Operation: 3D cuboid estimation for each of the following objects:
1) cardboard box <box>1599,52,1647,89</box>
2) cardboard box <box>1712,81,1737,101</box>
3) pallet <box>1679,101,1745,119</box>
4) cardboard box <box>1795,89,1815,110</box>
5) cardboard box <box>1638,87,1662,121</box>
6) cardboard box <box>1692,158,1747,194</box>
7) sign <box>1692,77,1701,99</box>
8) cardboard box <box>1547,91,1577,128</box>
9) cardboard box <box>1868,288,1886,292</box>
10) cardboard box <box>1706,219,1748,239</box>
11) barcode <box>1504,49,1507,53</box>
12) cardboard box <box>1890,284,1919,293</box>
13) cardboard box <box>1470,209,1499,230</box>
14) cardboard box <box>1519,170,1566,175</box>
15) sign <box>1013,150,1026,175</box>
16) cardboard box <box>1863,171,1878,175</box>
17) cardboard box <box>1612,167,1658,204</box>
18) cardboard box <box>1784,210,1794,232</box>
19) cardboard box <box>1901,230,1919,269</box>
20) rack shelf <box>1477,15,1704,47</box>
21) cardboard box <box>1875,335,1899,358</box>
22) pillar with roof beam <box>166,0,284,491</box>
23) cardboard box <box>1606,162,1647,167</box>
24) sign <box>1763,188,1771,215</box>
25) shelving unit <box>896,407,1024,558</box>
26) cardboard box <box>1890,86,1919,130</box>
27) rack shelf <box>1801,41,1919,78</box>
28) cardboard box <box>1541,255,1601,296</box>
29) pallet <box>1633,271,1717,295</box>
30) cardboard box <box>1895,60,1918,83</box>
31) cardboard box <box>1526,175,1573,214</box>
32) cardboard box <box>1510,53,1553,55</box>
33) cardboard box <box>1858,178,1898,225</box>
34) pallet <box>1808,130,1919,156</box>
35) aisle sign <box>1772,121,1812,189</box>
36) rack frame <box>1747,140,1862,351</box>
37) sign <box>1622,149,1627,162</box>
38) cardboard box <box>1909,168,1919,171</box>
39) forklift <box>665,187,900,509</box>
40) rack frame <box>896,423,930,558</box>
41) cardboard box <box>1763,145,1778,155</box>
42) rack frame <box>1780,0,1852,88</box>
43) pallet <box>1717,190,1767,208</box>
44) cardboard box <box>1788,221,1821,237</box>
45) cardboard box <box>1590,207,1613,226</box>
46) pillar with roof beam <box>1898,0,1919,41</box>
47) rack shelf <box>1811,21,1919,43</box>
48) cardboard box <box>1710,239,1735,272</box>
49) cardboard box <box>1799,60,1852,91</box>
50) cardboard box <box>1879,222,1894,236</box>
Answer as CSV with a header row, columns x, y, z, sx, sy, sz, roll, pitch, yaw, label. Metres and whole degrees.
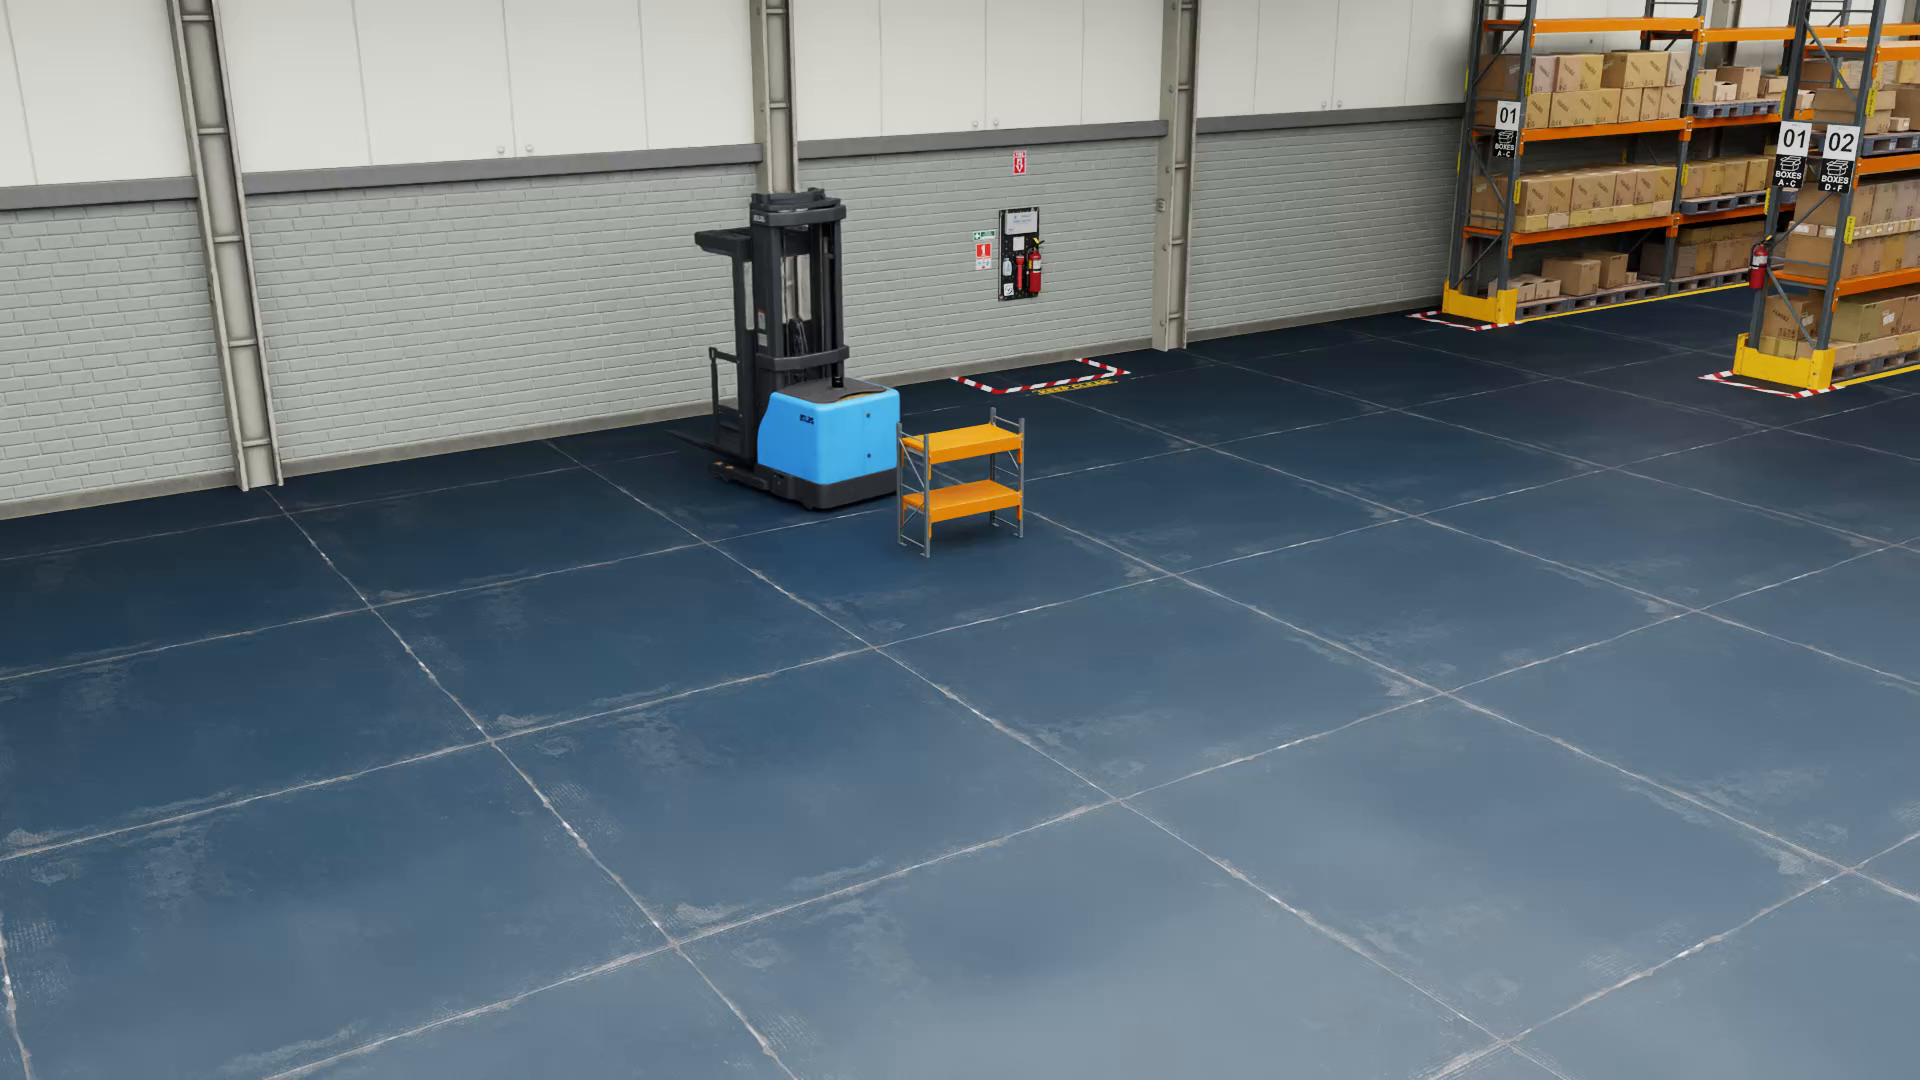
x,y,z,sx,sy,sz,roll,pitch,yaw,label
9.995,-7.103,25.139,0.500,0.500,0.500,-13,23,-33,cardboard box
12.162,-7.267,26.857,0.500,0.311,0.500,-11,22,-30,cardboard box
11.721,-6.918,26.635,1.003,0.211,1.213,-12,22,-31,pallet
14.035,-7.400,27.874,0.500,0.311,0.500,-12,22,-31,cardboard box
10.432,-6.743,25.637,0.500,0.500,0.500,-14,23,-36,cardboard box
12.594,-6.063,27.653,0.500,0.500,0.700,-9,21,-24,cardboard box
11.452,-7.028,25.860,0.005,0.325,0.100,-12,22,-31,sign
8.691,-6.357,24.493,0.500,0.500,0.500,-10,21,-28,cardboard box
12.063,-3.171,22.407,0.500,0.500,0.500,-12,22,-31,cardboard box
12.978,-5.274,28.206,0.500,0.250,0.500,-12,22,-32,cardboard box
8.124,-7.287,24.777,0.075,0.075,0.001,-12,22,-31,barcode
12.768,-3.119,22.255,0.500,0.500,0.500,-12,22,-31,cardboard box
8.090,-4.874,25.182,0.500,0.250,0.500,-12,22,-31,cardboard box
8.938,-5.413,25.606,0.500,0.500,0.500,-13,22,-33,cardboard box
0.758,-4.798,21.133,0.199,0.298,0.001,-12,22,-31,sign
15.892,-6.603,29.439,0.500,0.500,0.500,-12,22,-32,cardboard box
10.508,-5.544,25.993,0.500,0.500,0.500,-12,22,-32,cardboard box
15.174,-5.486,29.489,0.750,0.750,0.750,-12,22,-32,cardboard box
12.222,-3.877,21.873,0.500,0.500,0.700,-11,22,-30,cardboard box
9.477,-7.654,24.961,4.000,0.370,1.077,-12,22,-31,rack shelf
11.937,-2.586,21.847,0.500,0.250,0.500,-12,22,-31,cardboard box
-4.750,-3.676,12.068,0.400,9.000,9.100,-12,22,-31,pillar with roof beam
10.639,-5.773,26.669,0.500,0.500,0.500,-13,22,-33,cardboard box
10.247,-4.286,21.060,0.005,0.325,0.100,-12,22,-31,sign
0.006,-0.534,15.068,1.048,1.125,0.538,-12,22,-31,shelving unit
12.071,-5.430,20.910,0.500,0.500,0.500,-12,22,-31,cardboard box
12.204,-6.141,21.107,4.000,0.370,1.077,-12,22,-31,rack shelf
9.550,-4.140,26.023,0.500,0.500,0.700,-14,23,-35,cardboard box
11.796,-4.323,27.702,1.213,0.211,1.003,-12,22,-31,pallet
16.604,-8.351,29.737,0.500,0.500,0.700,-12,22,-32,cardboard box
8.788,-5.183,24.925,0.500,0.500,0.500,-12,22,-31,cardboard box
8.472,-6.998,24.829,0.500,0.500,0.500,-10,21,-28,cardboard box
11.411,-4.321,21.162,0.500,0.500,0.700,-13,22,-33,cardboard box
11.138,-4.974,20.728,1.213,0.211,1.003,-12,22,-31,pallet
10.317,-4.776,20.629,0.004,0.787,0.394,-12,22,-31,aisle sign
10.534,-3.477,20.847,0.127,3.000,1.000,-12,22,-31,rack frame
10.839,-6.203,27.100,0.005,0.325,0.100,-12,22,-31,sign
13.086,-4.675,22.207,0.500,0.500,0.700,-12,22,-32,cardboard box
-1.939,-2.078,16.815,1.130,2.935,3.031,-16,25,-40,forklift
-0.419,-0.445,14.803,0.032,1.125,0.500,-12,22,-31,rack frame
13.955,-6.644,28.359,0.250,0.149,0.380,-17,25,-40,cardboard box
14.488,-9.053,27.971,0.127,3.000,1.000,-12,22,-31,rack frame
12.857,-5.760,27.899,1.213,0.211,1.003,-12,22,-31,pallet
10.748,-3.950,21.077,0.250,0.149,0.380,-12,22,-32,cardboard box
9.666,-5.013,25.592,0.500,0.250,0.500,-12,22,-31,cardboard box
20.305,-8.960,27.699,0.400,9.000,9.100,-12,22,-31,pillar with roof beam
16.158,-8.875,29.193,4.000,0.370,1.077,-12,22,-31,rack shelf
12.605,-4.848,28.118,0.500,0.500,0.700,-12,22,-31,cardboard box
14.853,-7.987,28.659,0.500,0.500,0.700,-14,23,-36,cardboard box
11.620,-3.978,21.159,0.250,0.149,0.380,-12,22,-32,cardboard box
